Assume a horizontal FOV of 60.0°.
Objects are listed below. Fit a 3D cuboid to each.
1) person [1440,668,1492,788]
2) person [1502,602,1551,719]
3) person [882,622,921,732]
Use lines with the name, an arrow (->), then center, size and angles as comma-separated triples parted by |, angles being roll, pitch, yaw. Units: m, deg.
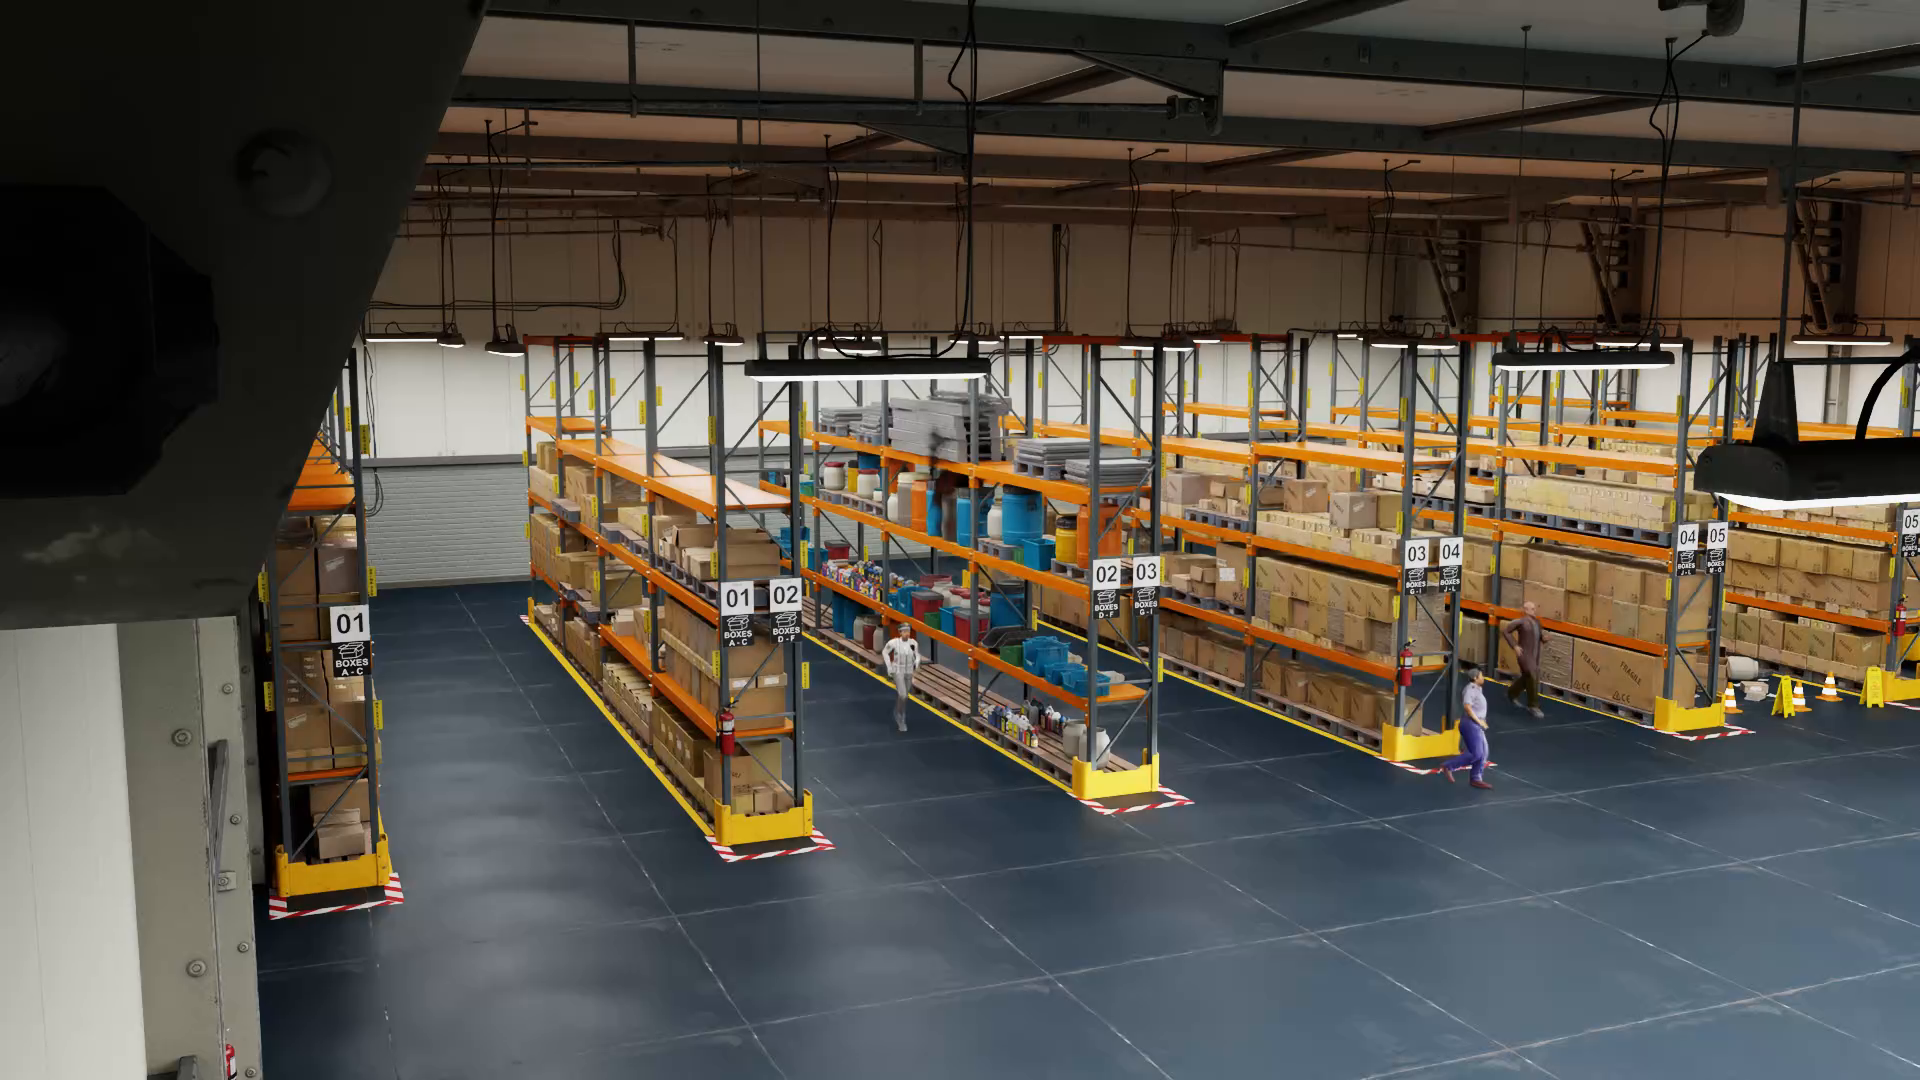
person -> 6.900, 2.539, 22.632 | 0.692, 1.618, 0.661 | 2, 8, 13
person -> 9.109, 1.896, 26.743 | 0.682, 1.823, 0.876 | -6, 9, -36
person -> -0.890, 2.098, 25.765 | 0.517, 1.725, 0.829 | -4, 9, -27
